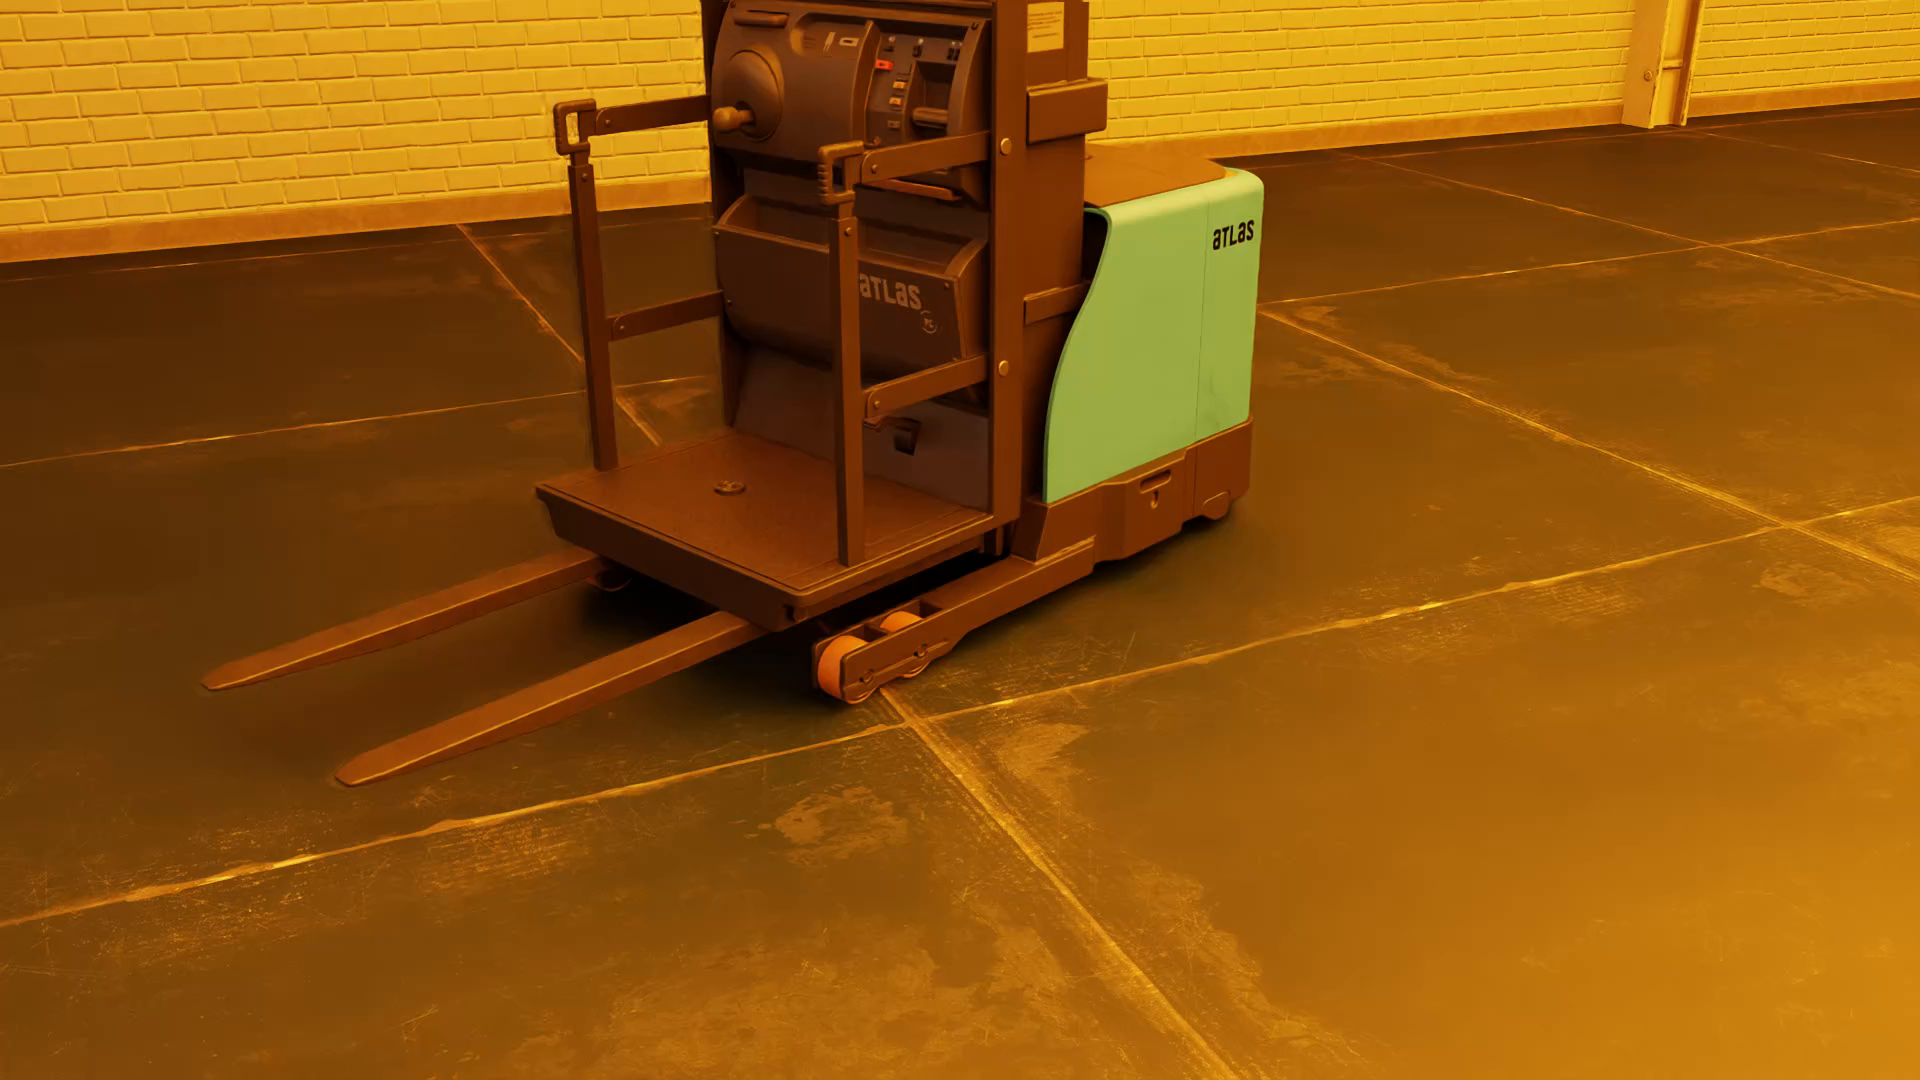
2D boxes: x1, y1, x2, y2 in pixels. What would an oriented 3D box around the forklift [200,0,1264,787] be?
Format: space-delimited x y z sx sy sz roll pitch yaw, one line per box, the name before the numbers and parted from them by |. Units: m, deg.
forklift | -0.447 -1.168 4.098 1.130 2.935 3.031 19 29 39
